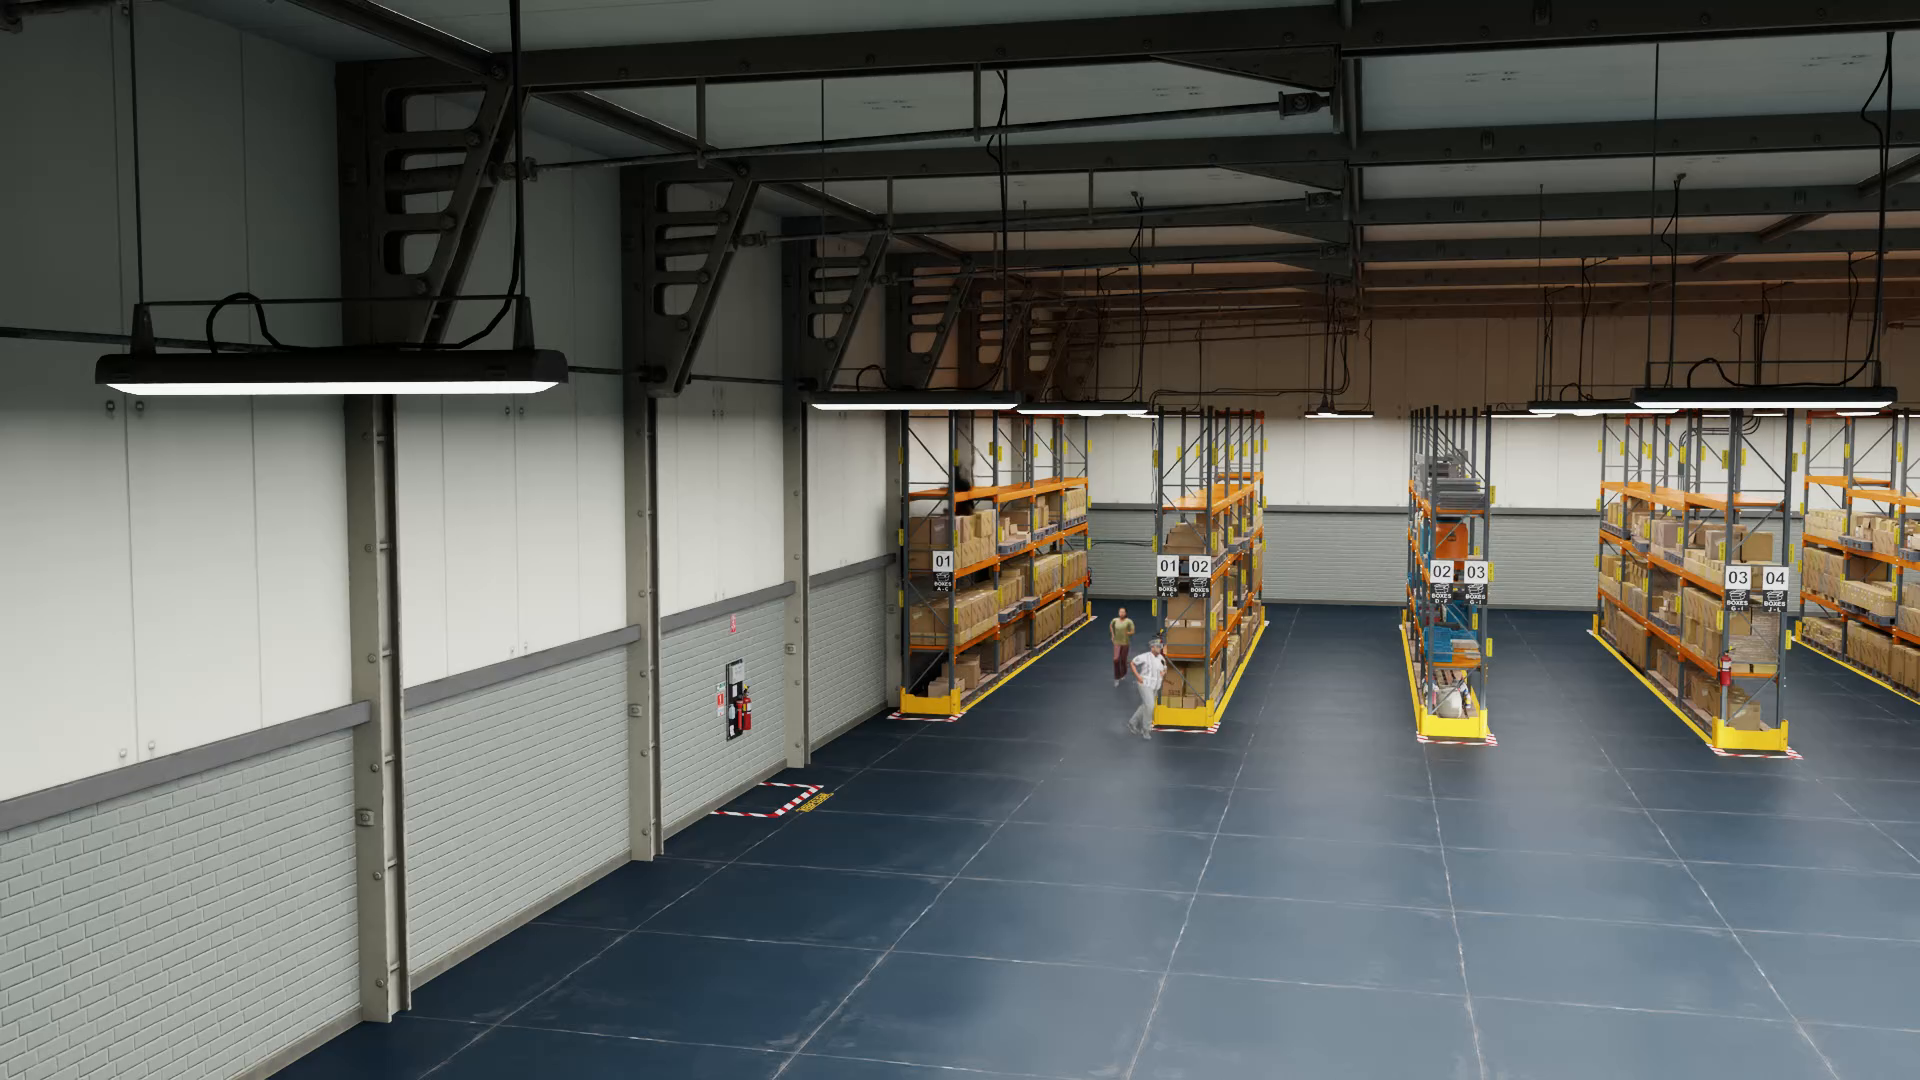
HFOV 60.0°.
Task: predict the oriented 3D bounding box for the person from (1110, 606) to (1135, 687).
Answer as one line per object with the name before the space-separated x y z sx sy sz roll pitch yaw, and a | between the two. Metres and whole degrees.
person | 3.525 2.299 36.142 0.561 1.728 0.754 1 4 9

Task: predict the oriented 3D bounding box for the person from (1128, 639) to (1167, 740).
person | 3.417 2.696 30.285 0.695 1.833 0.720 -4 5 -41
